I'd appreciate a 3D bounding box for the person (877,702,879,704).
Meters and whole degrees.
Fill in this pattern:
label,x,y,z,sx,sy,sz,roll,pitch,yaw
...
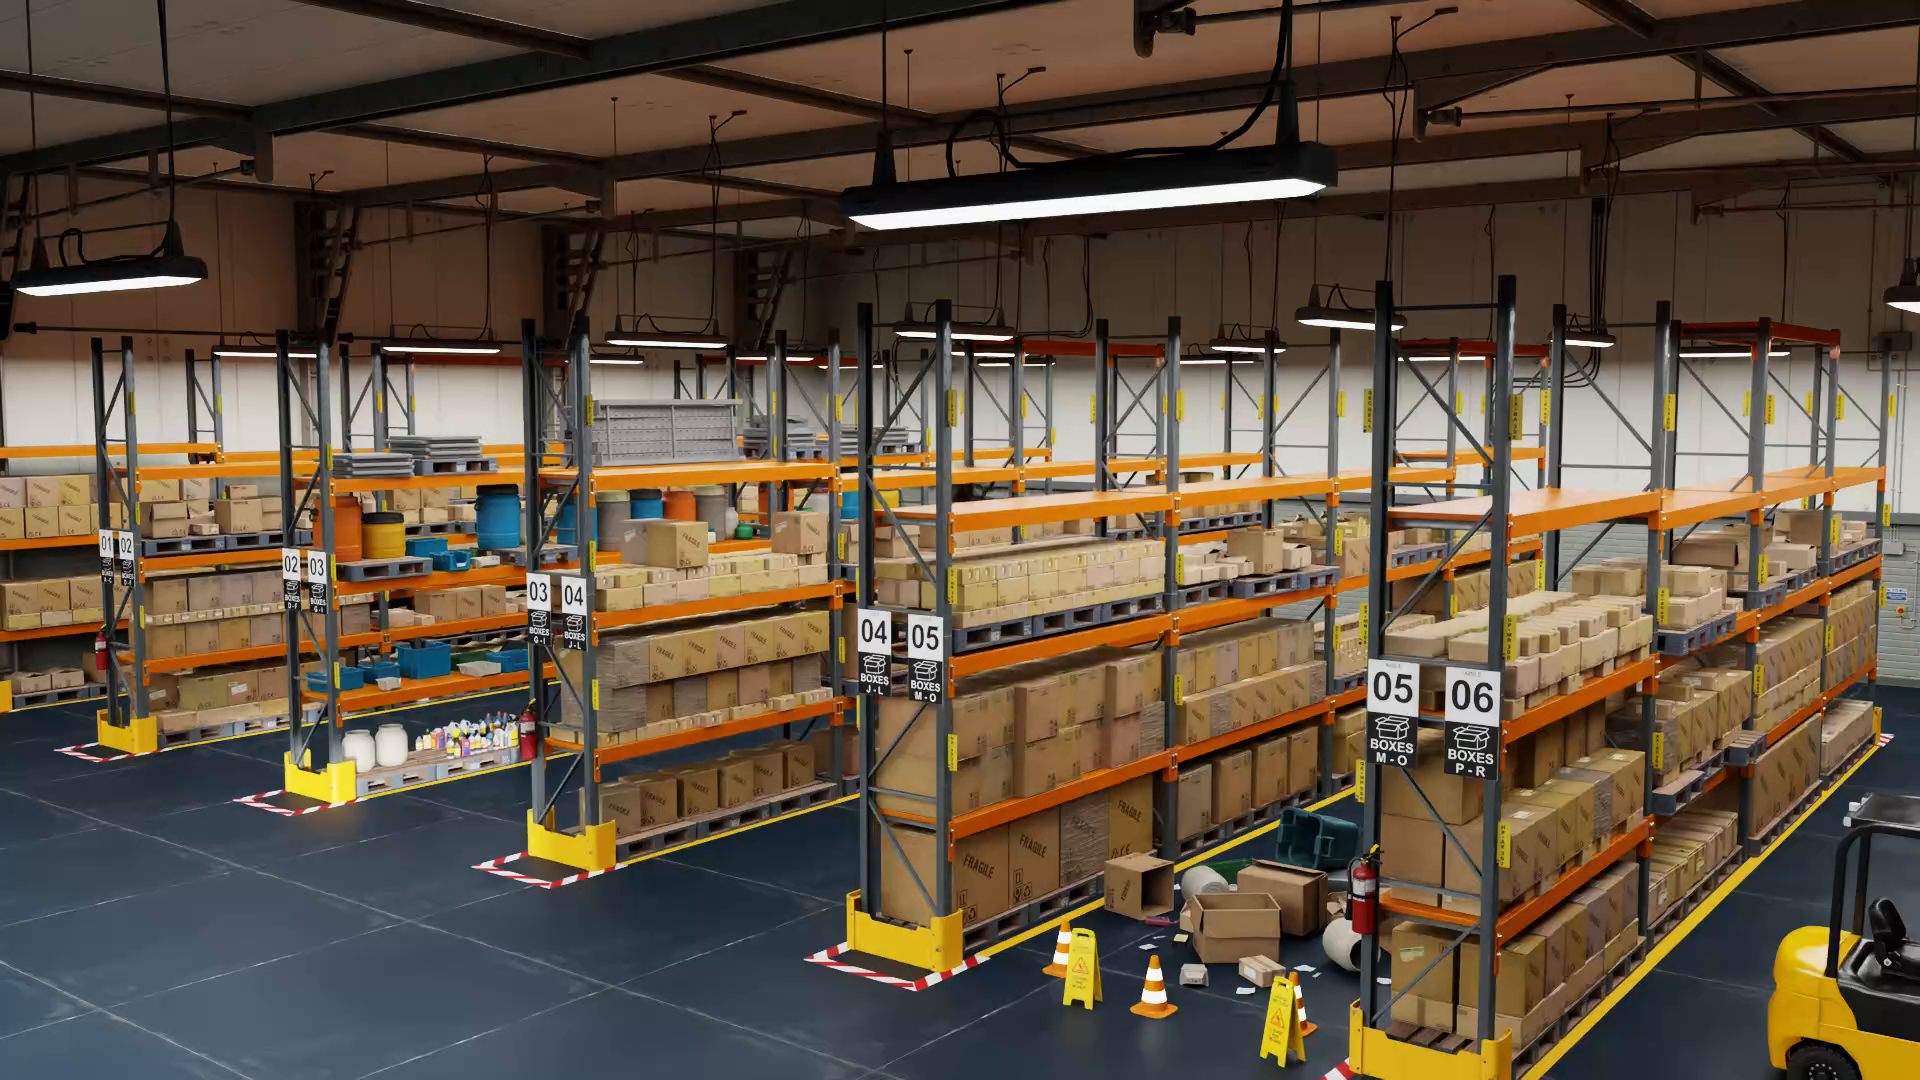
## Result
label,x,y,z,sx,sy,sz,roll,pitch,yaw
person,-1.121,1.907,27.918,0.471,1.653,0.928,4,7,41
